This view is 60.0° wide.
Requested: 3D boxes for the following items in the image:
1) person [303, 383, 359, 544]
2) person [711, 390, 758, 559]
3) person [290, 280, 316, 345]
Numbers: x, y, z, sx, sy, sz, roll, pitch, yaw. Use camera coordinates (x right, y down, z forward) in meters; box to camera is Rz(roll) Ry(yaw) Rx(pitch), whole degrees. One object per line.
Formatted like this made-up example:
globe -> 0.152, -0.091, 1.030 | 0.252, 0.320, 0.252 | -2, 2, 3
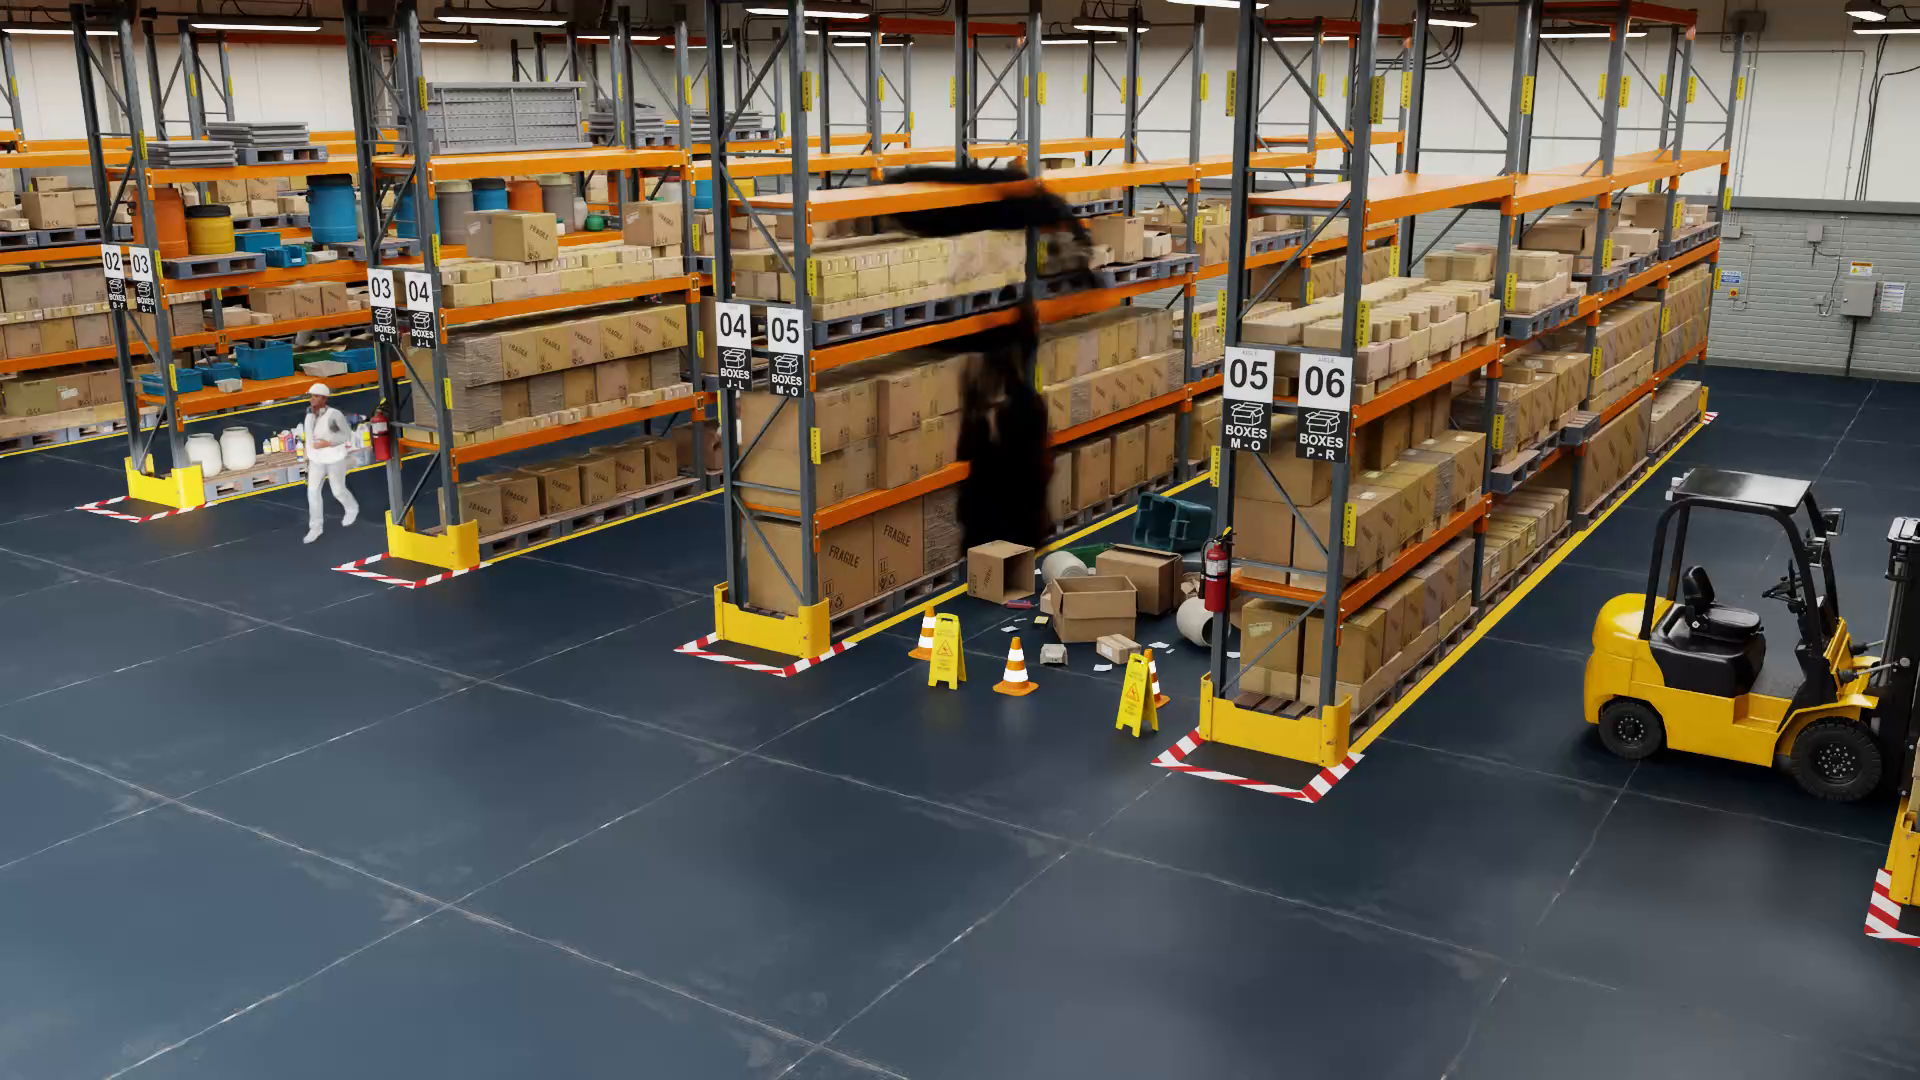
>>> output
person -> -7.269, -0.930, 19.202 | 0.661, 1.793, 0.887 | 3, 16, 11
person -> -2.259, -0.757, 17.527 | 0.640, 1.812, 0.837 | 10, 19, 32
person -> -11.828, -3.826, 29.964 | 0.590, 1.706, 0.730 | 9, 18, 29
